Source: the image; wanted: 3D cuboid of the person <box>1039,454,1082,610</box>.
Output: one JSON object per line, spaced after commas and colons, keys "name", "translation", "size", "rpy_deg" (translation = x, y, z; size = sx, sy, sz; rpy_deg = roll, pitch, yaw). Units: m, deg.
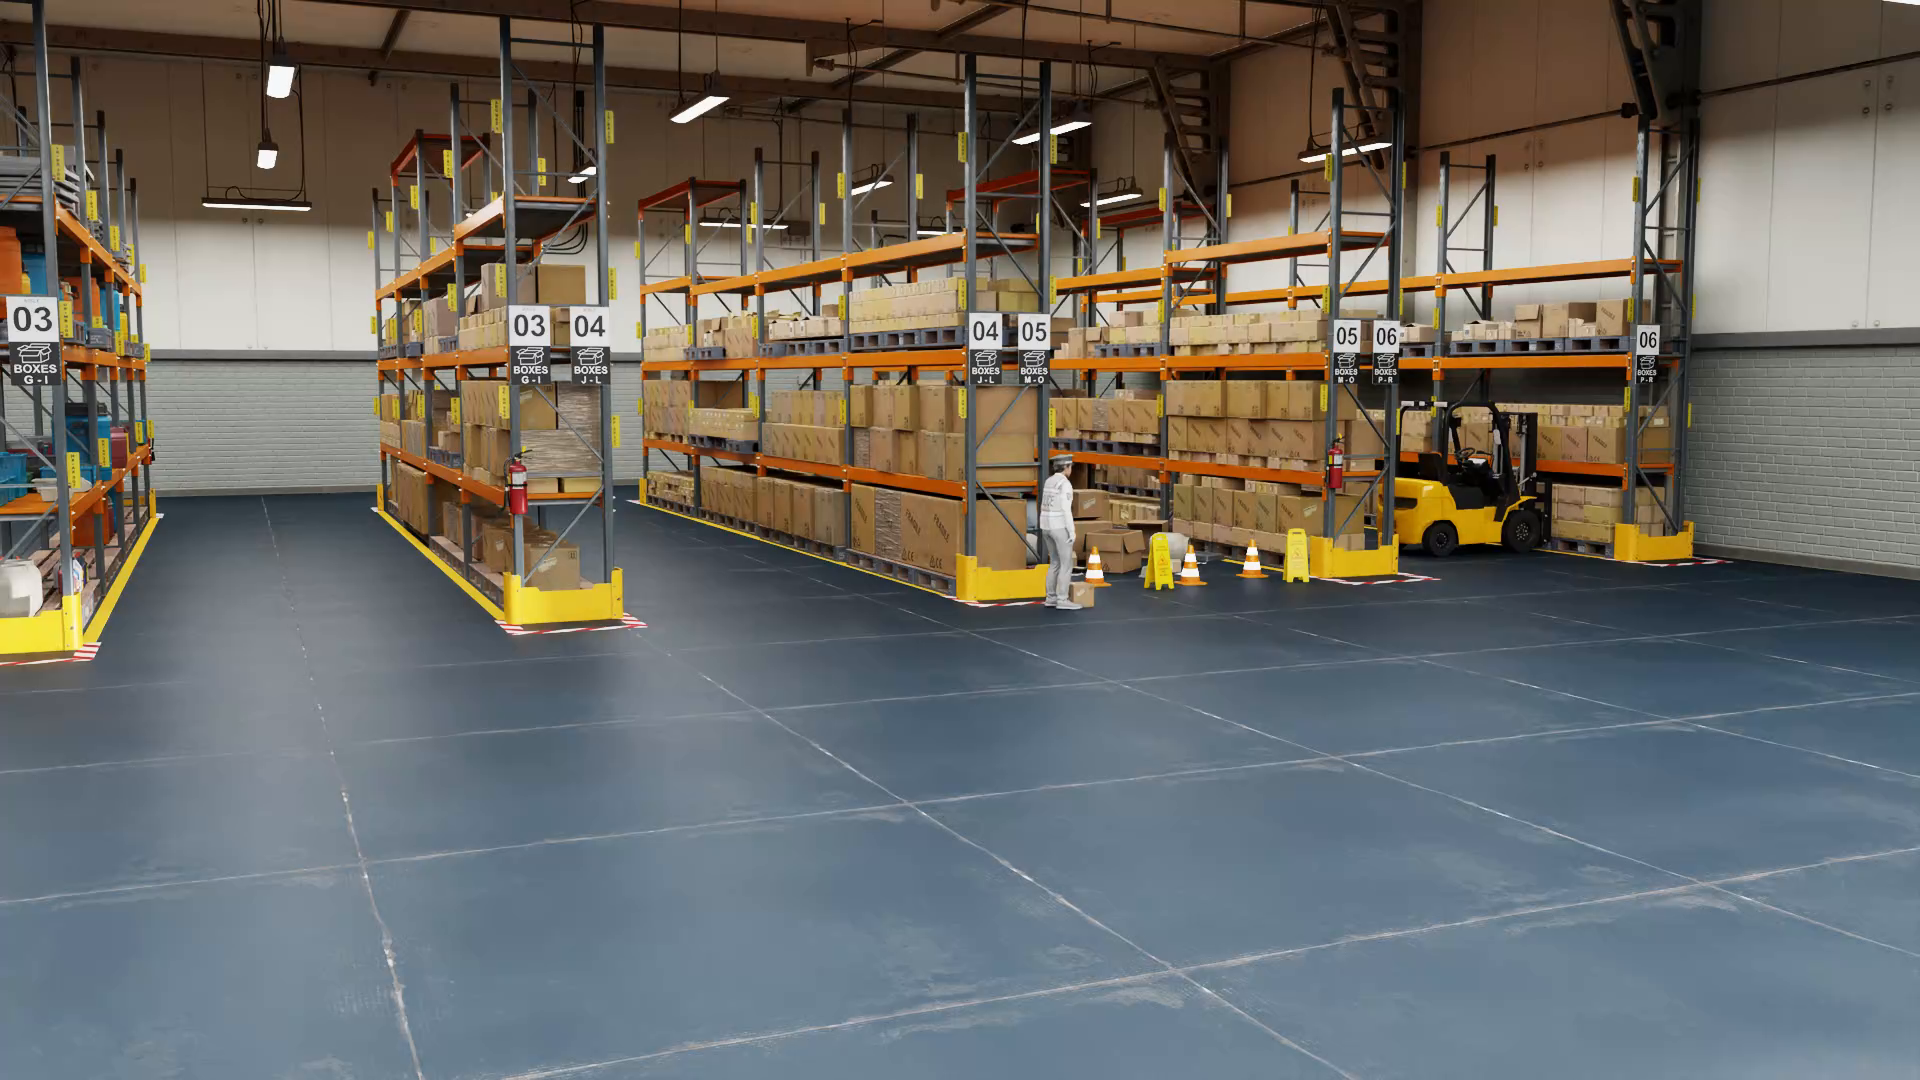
{"name": "person", "translation": [1.070, -0.095, 17.981], "size": [0.374, 1.661, 0.540], "rpy_deg": [-3, 6, -27]}
